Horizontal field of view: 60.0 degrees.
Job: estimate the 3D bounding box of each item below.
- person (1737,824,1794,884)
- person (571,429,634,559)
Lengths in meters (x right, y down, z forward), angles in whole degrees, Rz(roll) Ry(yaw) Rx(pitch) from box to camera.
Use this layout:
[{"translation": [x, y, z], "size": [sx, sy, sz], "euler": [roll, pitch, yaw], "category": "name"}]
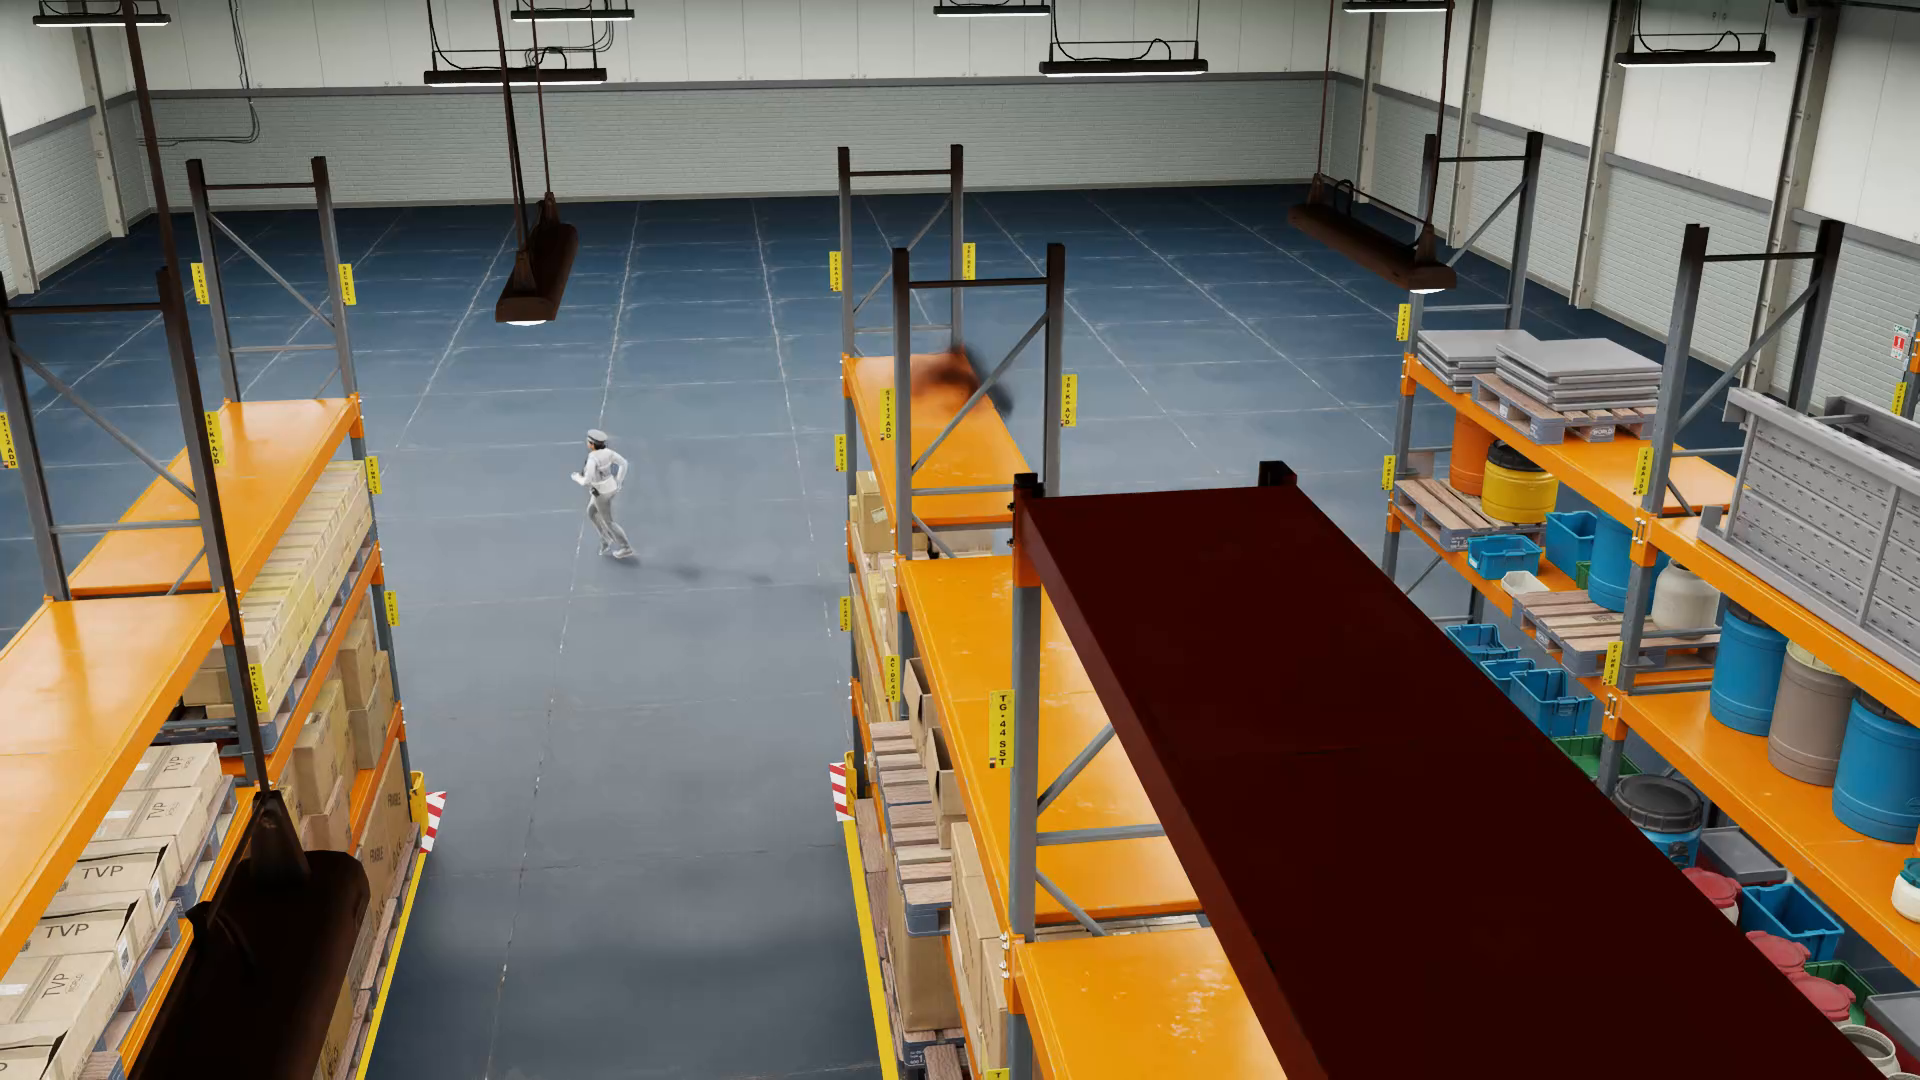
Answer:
[{"translation": [6.718, 2.183, 13.731], "size": [0.706, 1.755, 0.644], "euler": [-4, 22, -11], "category": "person"}, {"translation": [-4.471, -0.557, 20.780], "size": [0.783, 1.709, 0.572], "euler": [5, 22, 13], "category": "person"}]
